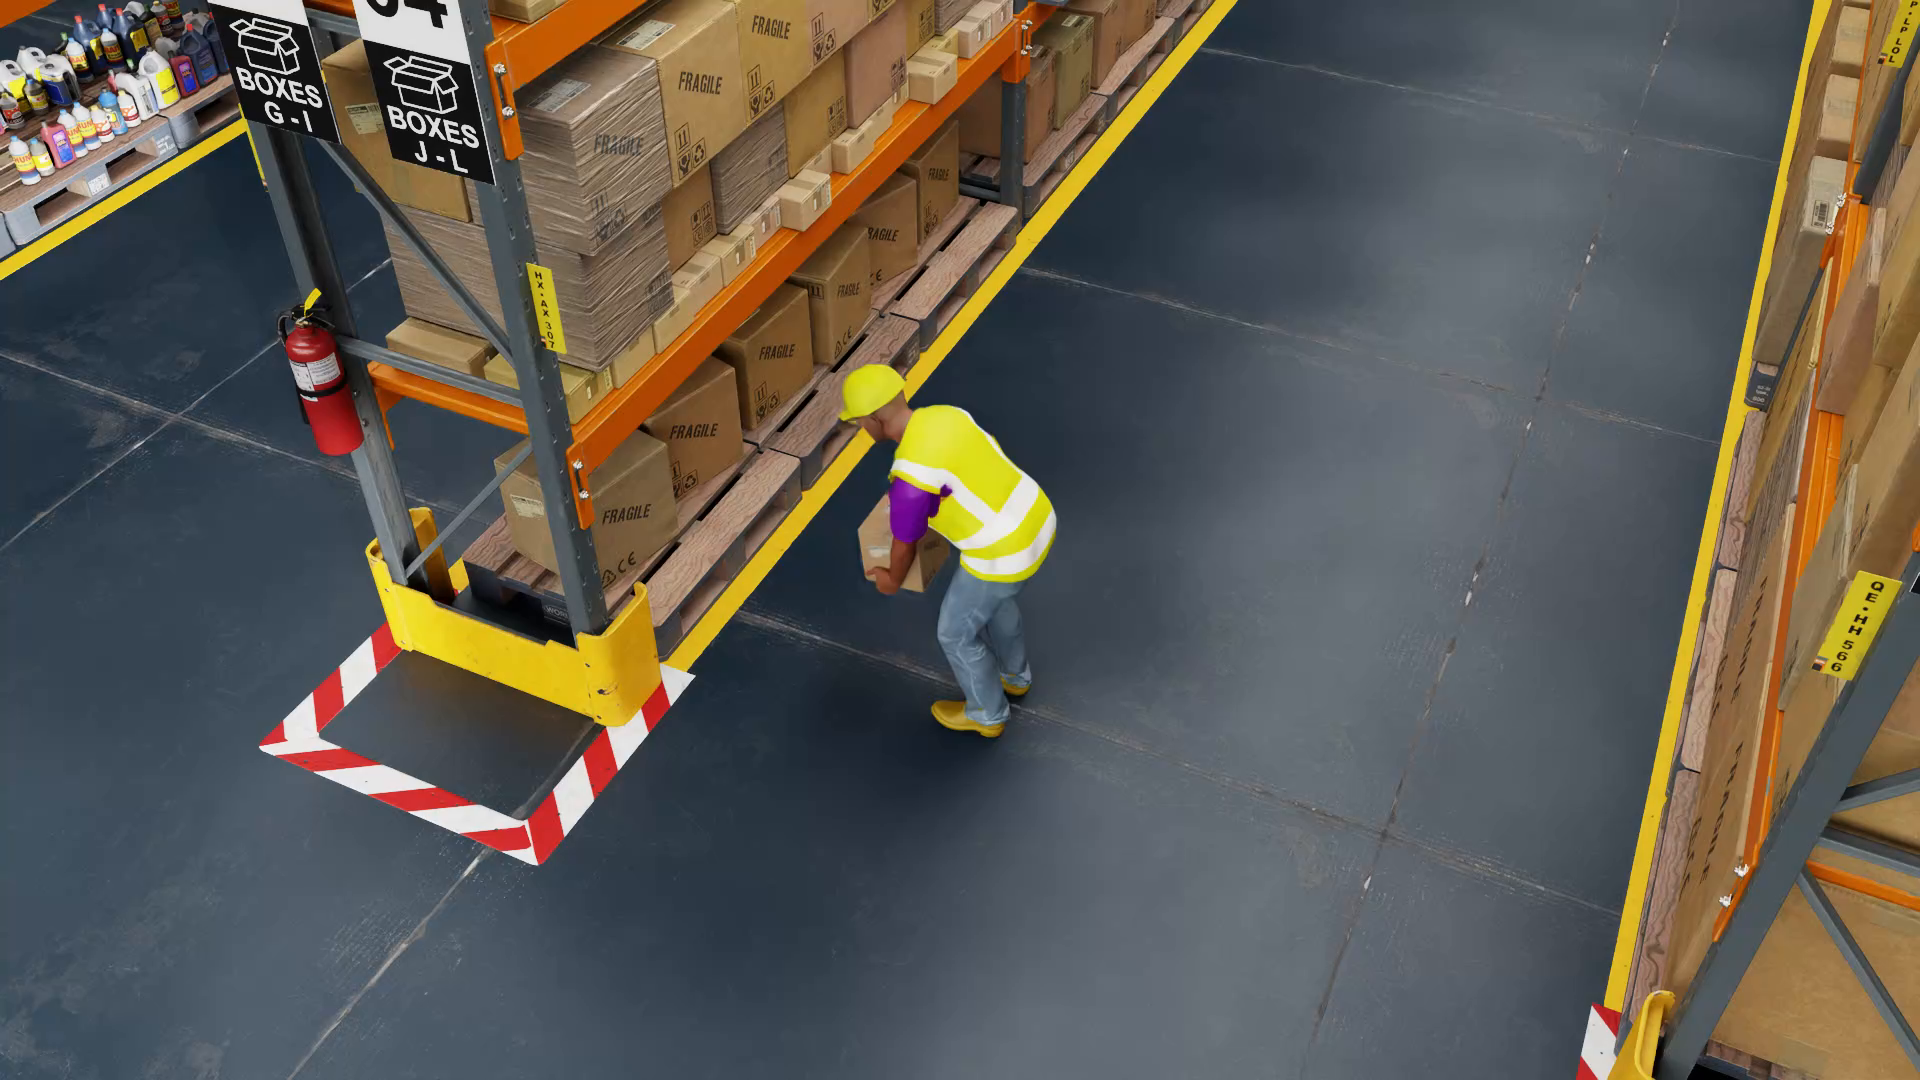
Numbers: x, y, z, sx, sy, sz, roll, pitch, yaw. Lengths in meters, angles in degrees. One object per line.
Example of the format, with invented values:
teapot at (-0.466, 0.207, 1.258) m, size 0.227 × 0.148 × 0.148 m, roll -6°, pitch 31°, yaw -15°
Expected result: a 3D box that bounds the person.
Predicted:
person at (-0.055, 0.039, 6.265) m, size 0.802 × 1.542 × 0.488 m, roll 16°, pitch 44°, yaw 17°
